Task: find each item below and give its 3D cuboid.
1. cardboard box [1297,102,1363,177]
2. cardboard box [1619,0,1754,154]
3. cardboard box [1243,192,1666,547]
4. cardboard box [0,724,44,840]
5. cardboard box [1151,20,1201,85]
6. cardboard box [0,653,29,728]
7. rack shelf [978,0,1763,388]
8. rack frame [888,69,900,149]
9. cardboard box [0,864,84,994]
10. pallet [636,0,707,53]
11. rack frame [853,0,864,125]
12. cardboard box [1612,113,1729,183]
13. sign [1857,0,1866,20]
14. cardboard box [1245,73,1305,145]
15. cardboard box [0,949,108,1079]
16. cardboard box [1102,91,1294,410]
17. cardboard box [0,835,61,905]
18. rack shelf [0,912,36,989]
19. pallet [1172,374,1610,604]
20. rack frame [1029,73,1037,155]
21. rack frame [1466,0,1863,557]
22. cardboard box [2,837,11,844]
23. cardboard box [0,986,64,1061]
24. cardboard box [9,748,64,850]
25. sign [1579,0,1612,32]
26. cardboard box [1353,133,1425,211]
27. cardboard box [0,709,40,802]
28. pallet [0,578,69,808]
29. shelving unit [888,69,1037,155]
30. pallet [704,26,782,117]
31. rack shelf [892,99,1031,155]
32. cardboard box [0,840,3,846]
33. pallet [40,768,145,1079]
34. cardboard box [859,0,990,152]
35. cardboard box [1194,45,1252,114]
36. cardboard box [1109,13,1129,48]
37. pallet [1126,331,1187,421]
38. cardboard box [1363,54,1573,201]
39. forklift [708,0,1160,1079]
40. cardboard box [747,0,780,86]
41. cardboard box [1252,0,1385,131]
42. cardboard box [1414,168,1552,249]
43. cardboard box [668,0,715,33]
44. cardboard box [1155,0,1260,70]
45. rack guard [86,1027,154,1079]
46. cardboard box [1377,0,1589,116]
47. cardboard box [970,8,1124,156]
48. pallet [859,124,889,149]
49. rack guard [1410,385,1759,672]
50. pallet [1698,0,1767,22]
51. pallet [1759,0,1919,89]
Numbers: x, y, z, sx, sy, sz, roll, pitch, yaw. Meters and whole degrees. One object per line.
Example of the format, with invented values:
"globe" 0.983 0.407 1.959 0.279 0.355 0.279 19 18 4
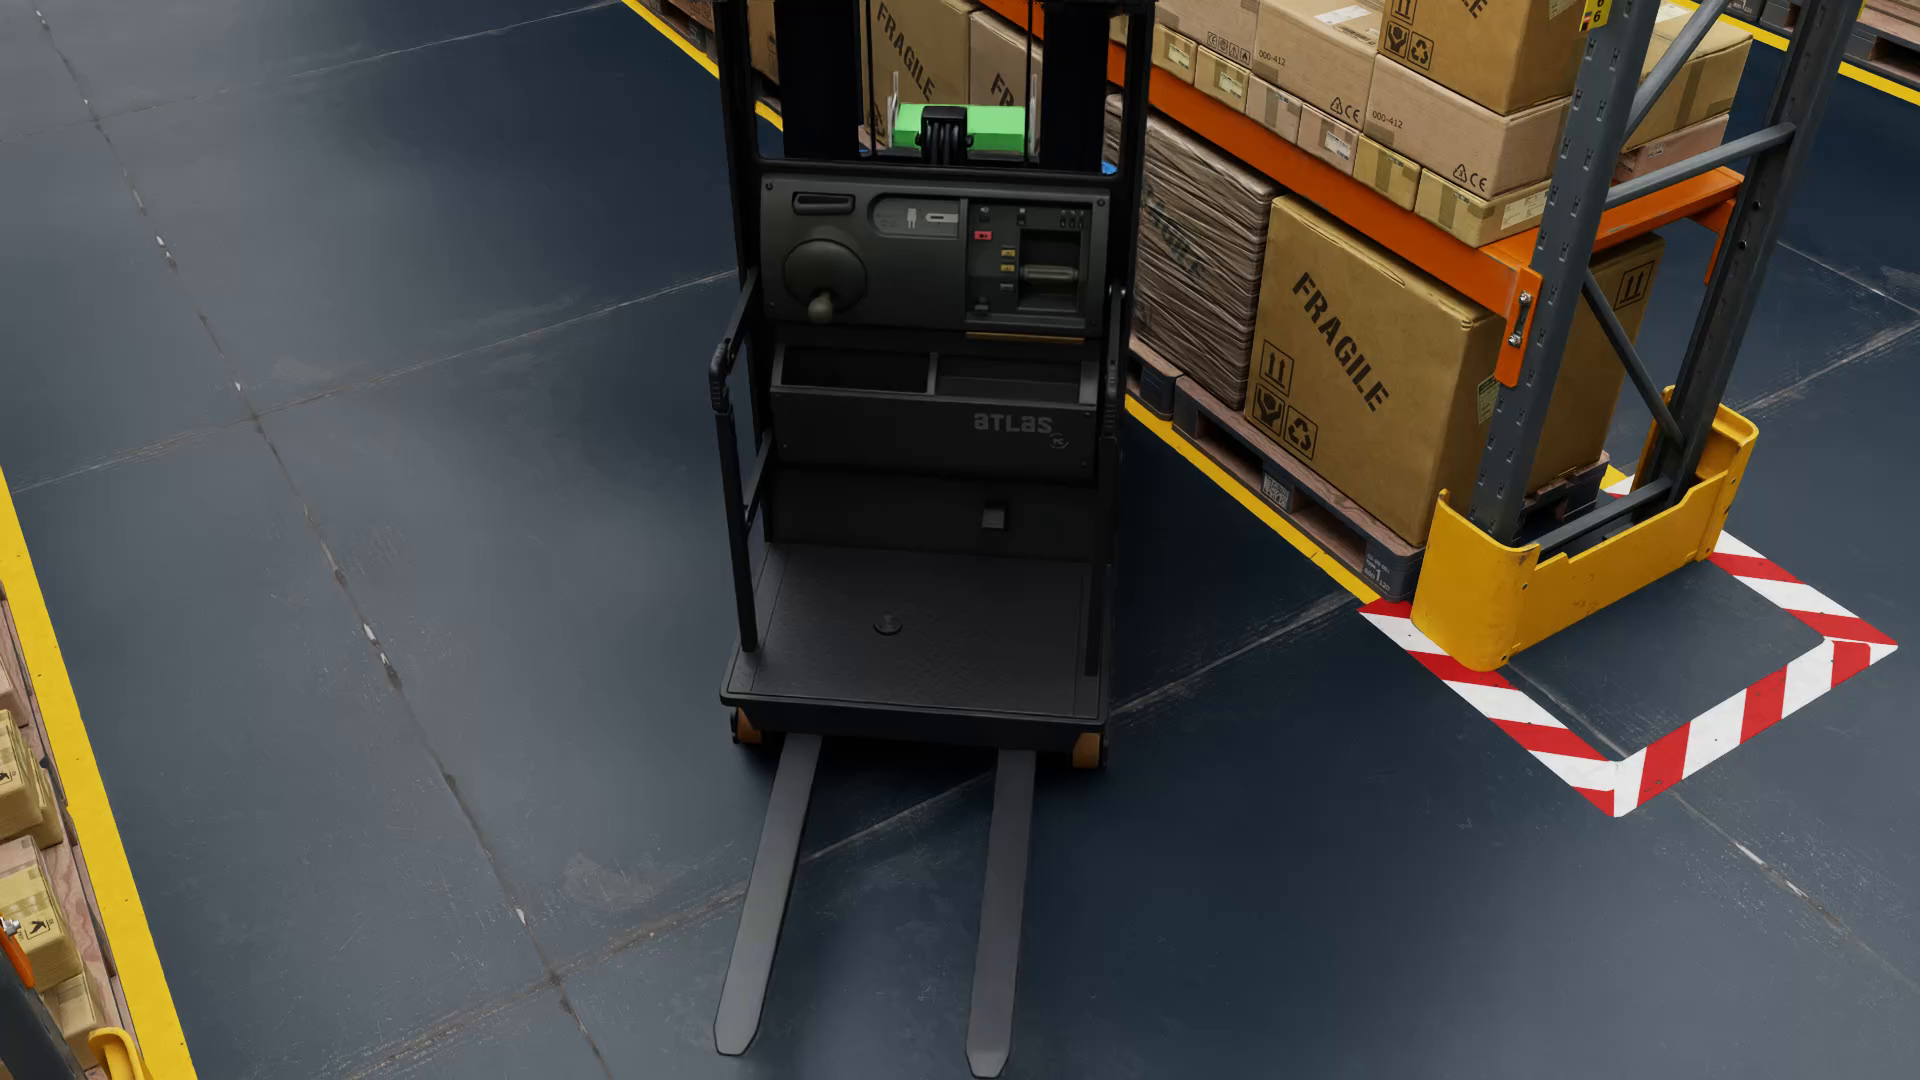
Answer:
"cardboard box" 1.275 -1.284 5.144 0.380 0.149 0.250 -22 45 -24
"cardboard box" 1.989 -1.434 5.012 0.500 0.250 0.500 -23 45 -25
"cardboard box" 1.608 -0.688 5.564 0.875 0.875 0.875 -22 45 -24
"cardboard box" -2.489 0.646 4.066 0.380 0.149 0.250 -22 45 -25
"cardboard box" 0.860 -1.698 5.641 0.380 0.149 0.250 -22 45 -24
"cardboard box" -2.901 0.479 4.731 0.380 0.149 0.250 -24 46 -26
"rack shelf" 0.944 -1.828 6.163 1.077 0.370 4.000 -22 45 -24
"rack frame" -0.234 -1.111 6.137 0.015 1.200 0.240 3 37 3
"cardboard box" -2.212 0.933 3.721 0.380 0.149 0.250 -24 46 -26
"pallet" -1.270 -3.162 9.380 1.003 0.211 1.213 -22 45 -24
"rack frame" -0.131 -3.184 7.228 1.000 3.000 0.127 -22 45 -24
"cardboard box" 2.107 -1.234 5.084 0.380 0.149 0.250 -22 44 -24
"sign" 2.491 -1.576 4.560 0.100 0.325 0.005 -22 45 -24
"cardboard box" 1.141 -1.419 5.306 0.380 0.149 0.250 -21 44 -24
"cardboard box" -2.228 1.169 3.903 0.380 0.149 0.250 -21 44 -24
"cardboard box" 1.119 -1.179 6.154 0.875 0.875 0.875 -22 45 -24
"cardboard box" -2.382 0.909 3.983 0.380 0.149 0.250 -22 45 -25
"rack shelf" -3.292 -0.175 4.179 1.077 0.370 4.000 -22 45 -24
"pallet" 1.524 -0.358 6.015 1.003 0.211 1.213 -22 45 -24
"rack frame" 0.253 -1.090 6.111 0.015 1.200 0.240 3 37 3
"rack frame" 2.020 -1.025 4.637 1.000 3.000 0.127 -22 45 -24
"cardboard box" -2.578 0.924 4.197 0.380 0.149 0.250 -22 44 -24
"cardboard box" -2.282 1.076 3.782 0.380 0.149 0.250 -20 44 -23
"cardboard box" -2.623 0.748 4.408 0.380 0.149 0.250 -22 44 -24
"sign" 1.555 -1.382 3.975 0.100 0.325 0.005 -22 45 -24
"cardboard box" 1.409 -1.147 4.980 0.380 0.149 0.250 -22 44 -24
"cardboard box" -2.634 0.631 4.316 0.380 0.149 0.250 -21 44 -23
"pallet" -3.316 0.549 4.926 1.003 0.211 1.213 -22 45 -24
"shelving unit" 0.010 -1.100 6.124 0.503 1.200 0.258 3 37 3
"pallet" -0.610 -2.503 8.589 1.003 0.211 1.213 -22 45 -24
"rack shelf" 0.011 -1.432 5.873 0.480 0.148 0.258 3 37 3
"cardboard box" -2.588 0.807 4.105 0.380 0.149 0.250 -22 44 -24
"pallet" -2.665 1.207 4.136 1.003 0.211 1.213 -22 45 -24
"cardboard box" 0.156 -2.145 7.313 0.875 0.875 0.875 -22 45 -24
"cardboard box" 1.000 -1.558 5.473 0.380 0.149 0.250 -23 45 -25
"cardboard box" 0.729 -1.833 5.802 0.380 0.149 0.250 -21 44 -24
"pallet" 0.872 -1.016 6.805 1.003 0.211 1.213 -22 45 -24
"cardboard box" 1.535 -1.252 4.794 0.500 0.250 0.500 -23 45 -25
"forklift" -0.091 -0.680 4.277 1.130 2.935 3.031 4 40 4
"cardboard box" -0.492 -2.868 8.180 1.225 0.875 0.875 -22 45 -24
"cardboard box" 1.263 -1.526 5.123 0.500 0.250 0.500 -23 45 -25
"cardboard box" 1.551 -1.007 4.812 0.380 0.149 0.250 -21 44 -24
"cardboard box" -0.973 -3.350 8.758 1.225 0.875 0.875 -24 45 -26
"cardboard box" 0.989 -1.801 5.452 0.500 0.250 0.500 -24 45 -26
"rack guard" -2.257 1.547 3.503 1.175 0.500 0.348 -22 45 -24
"cardboard box" 1.536 -1.542 4.557 0.500 0.500 0.500 -22 44 -24
"cardboard box" 0.640 -1.660 6.730 0.875 0.875 0.875 -22 45 -24
"pallet" 0.212 -1.675 7.596 1.003 0.211 1.213 -22 45 -24
"rack guard" 2.033 -0.052 5.422 1.175 0.500 0.348 -22 45 -24
"pallet" 4.473 -3.434 9.706 1.003 0.211 1.213 -22 45 -24
"pallet" 5.133 -2.775 8.915 1.003 0.211 1.213 -22 45 -24
